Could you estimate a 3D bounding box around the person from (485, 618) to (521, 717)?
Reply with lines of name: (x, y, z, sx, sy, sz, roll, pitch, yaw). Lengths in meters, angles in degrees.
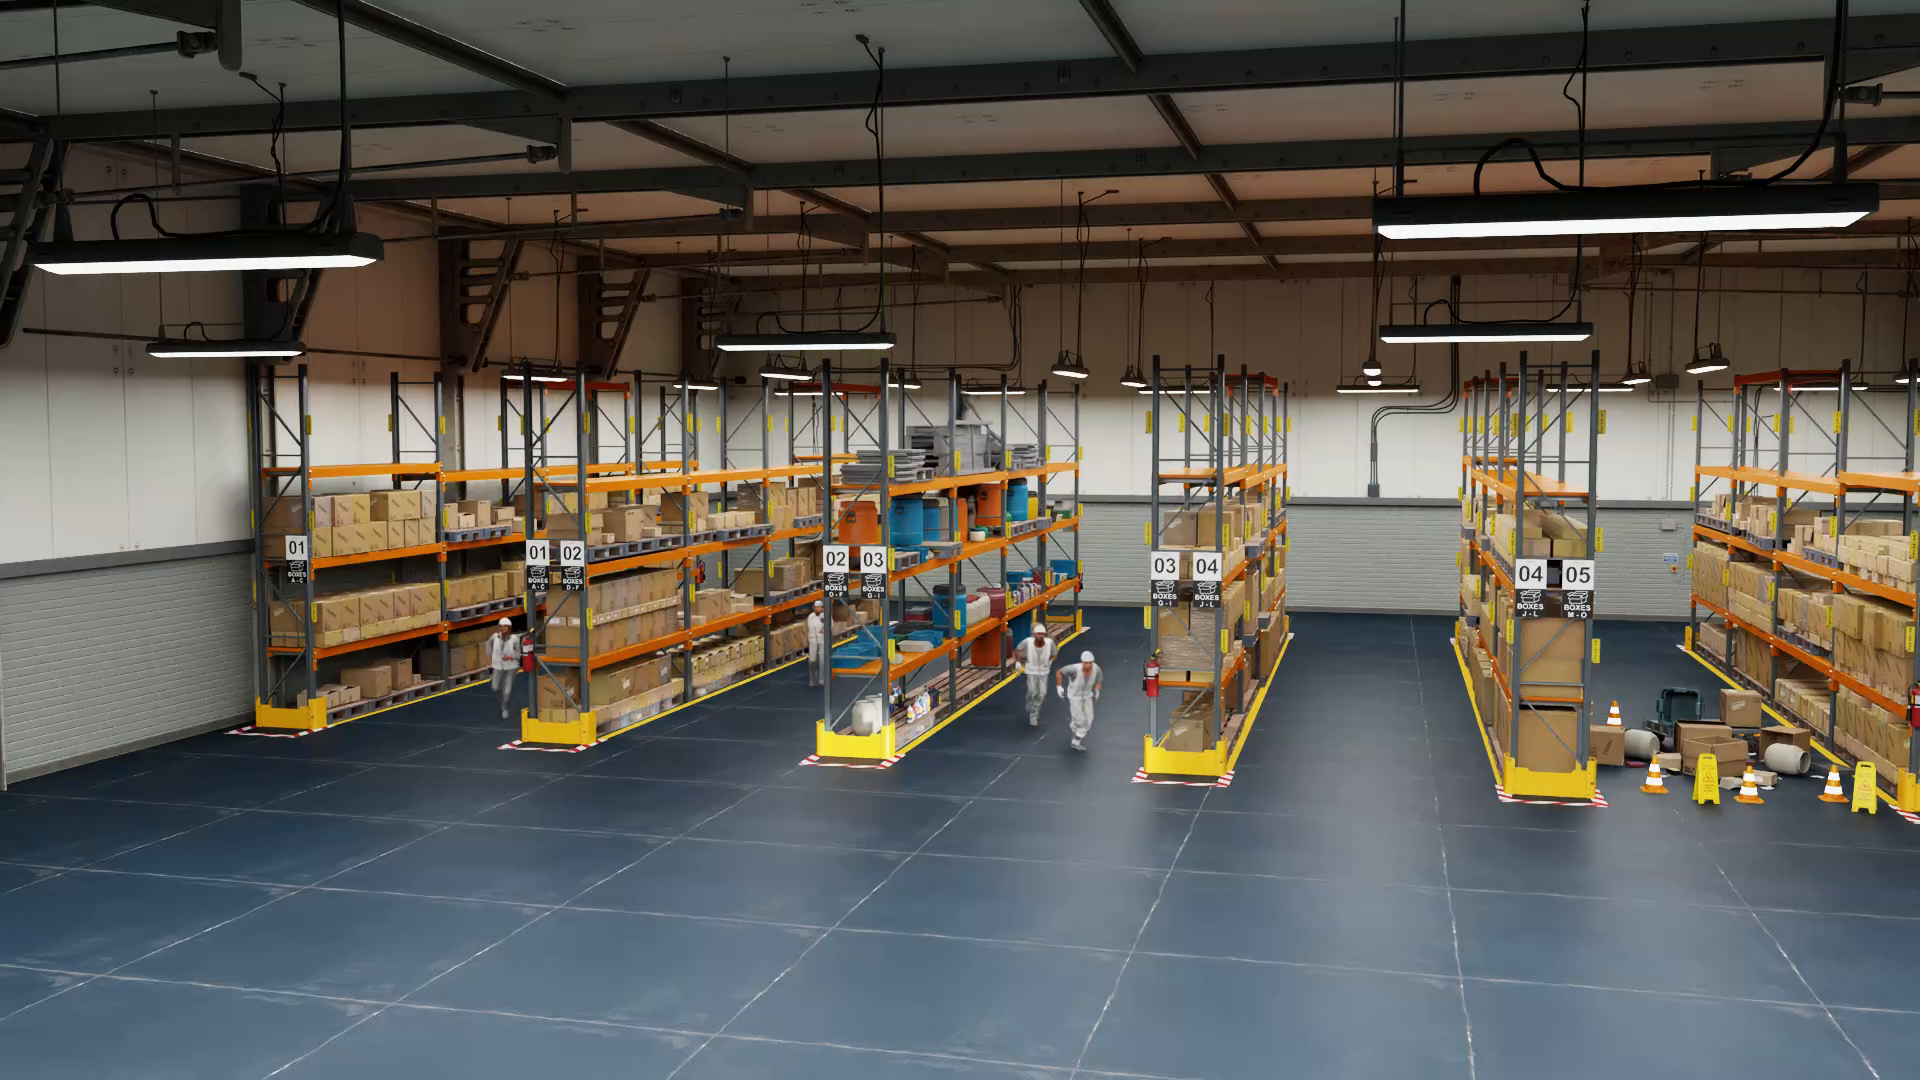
person: (-7.805, 2.188, 28.376, 0.696, 1.724, 0.637, 0, 4, 1)

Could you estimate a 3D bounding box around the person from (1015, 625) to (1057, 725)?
person: (1.285, 2.249, 27.738, 0.672, 1.701, 0.742, -1, 4, -11)

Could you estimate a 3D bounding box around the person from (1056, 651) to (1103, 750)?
person: (1.825, 2.462, 25.413, 0.694, 1.590, 0.830, -1, 4, -15)

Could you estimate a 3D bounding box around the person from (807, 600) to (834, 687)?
person: (-2.692, 1.998, 31.823, 0.577, 1.691, 0.680, 1, 4, 8)
